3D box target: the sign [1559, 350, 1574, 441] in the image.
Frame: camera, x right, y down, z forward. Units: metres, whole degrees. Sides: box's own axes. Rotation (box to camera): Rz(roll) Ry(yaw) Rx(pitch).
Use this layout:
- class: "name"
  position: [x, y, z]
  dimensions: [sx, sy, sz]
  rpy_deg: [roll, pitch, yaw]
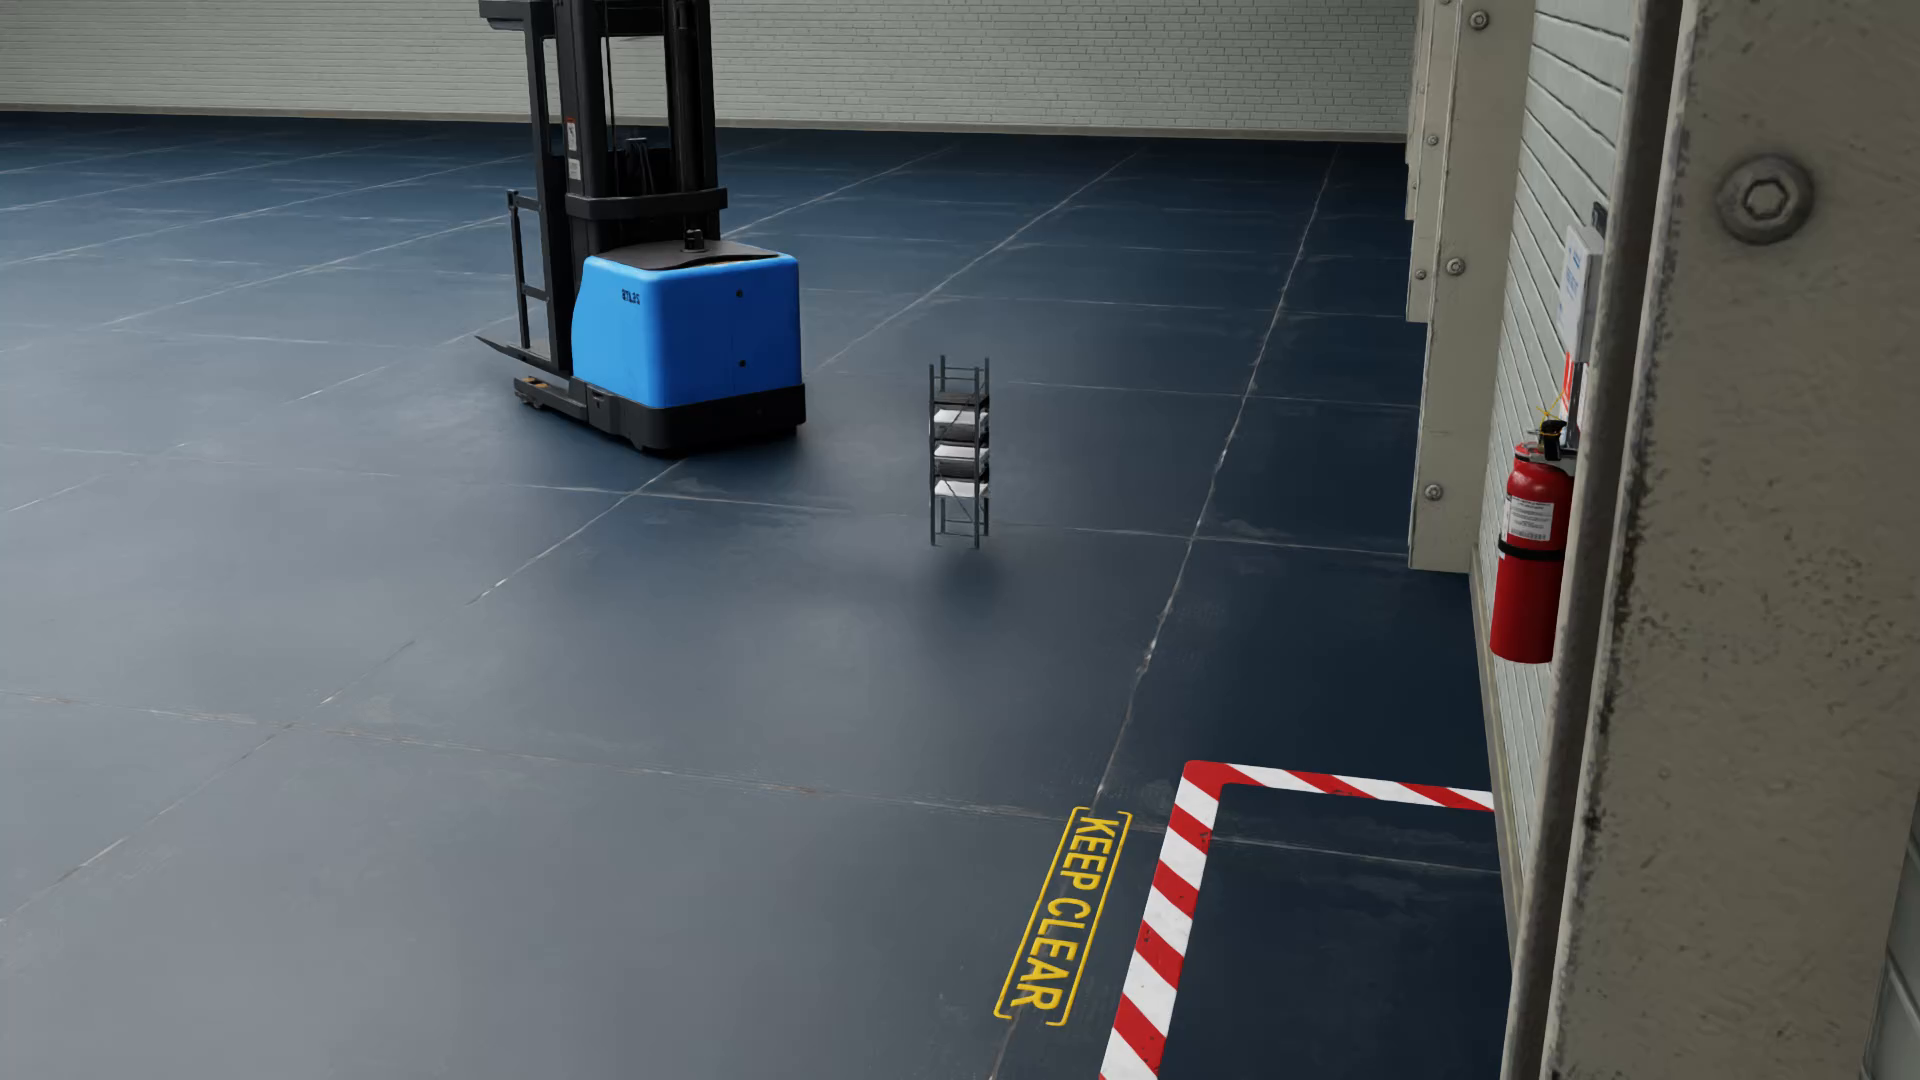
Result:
- class: "sign"
  position: [1.710, -0.409, 4.689]
  dimensions: [0.001, 0.329, 0.234]
  rpy_deg: [5, 19, 13]

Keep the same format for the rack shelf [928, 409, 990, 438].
- class: "rack shelf"
  position: [-0.002, -0.562, 7.987]
  dimensions: [0.258, 0.077, 0.200]
  rpy_deg: [5, 19, 13]

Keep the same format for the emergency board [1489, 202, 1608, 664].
- class: "emergency board"
  position: [1.475, -0.227, 4.211]
  dimensions: [0.194, 1.169, 0.643]
  rpy_deg: [5, 19, 13]

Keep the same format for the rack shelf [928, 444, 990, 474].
- class: "rack shelf"
  position: [-0.002, -0.392, 8.045]
  dimensions: [0.258, 0.077, 0.200]
  rpy_deg: [5, 19, 13]

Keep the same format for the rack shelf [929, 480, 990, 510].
- class: "rack shelf"
  position: [-0.002, -0.221, 8.104]
  dimensions: [0.258, 0.077, 0.200]
  rpy_deg: [5, 19, 13]

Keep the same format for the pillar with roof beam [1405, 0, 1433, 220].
- class: "pillar with roof beam"
  position: [1.058, -8.276, 18.496]
  dimensions: [9.100, 9.000, 0.400]
  rpy_deg: [5, 19, 13]

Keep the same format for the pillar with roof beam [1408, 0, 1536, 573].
- class: "pillar with roof beam"
  position: [-1.874, -4.515, 7.484]
  dimensions: [9.100, 9.000, 0.400]
  rpy_deg: [5, 19, 13]

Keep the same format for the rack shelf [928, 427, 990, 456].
- class: "rack shelf"
  position: [-0.002, -0.477, 8.016]
  dimensions: [0.258, 0.077, 0.200]
  rpy_deg: [5, 19, 13]

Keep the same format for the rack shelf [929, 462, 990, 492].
- class: "rack shelf"
  position: [-0.002, -0.307, 8.075]
  dimensions: [0.258, 0.077, 0.200]
  rpy_deg: [5, 19, 13]

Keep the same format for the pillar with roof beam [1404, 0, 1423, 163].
- class: "pillar with roof beam"
  position: [2.524, -10.157, 24.001]
  dimensions: [9.100, 9.000, 0.400]
  rpy_deg: [5, 19, 13]

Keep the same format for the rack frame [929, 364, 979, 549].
- class: "rack frame"
  position: [-0.027, -0.391, 7.941]
  dimensions: [0.240, 0.900, 0.006]
  rpy_deg: [5, 19, 13]

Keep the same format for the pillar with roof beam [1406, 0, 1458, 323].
- class: "pillar with roof beam"
  position: [-0.408, -6.395, 12.990]
  dimensions: [9.100, 9.000, 0.400]
  rpy_deg: [5, 19, 13]

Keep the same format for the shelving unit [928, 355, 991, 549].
- class: "shelving unit"
  position: [-0.002, -0.423, 8.035]
  dimensions: [0.258, 0.900, 0.210]
  rpy_deg: [5, 19, 13]

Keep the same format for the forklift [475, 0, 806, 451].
- class: "forklift"
  position: [-2.236, -2.312, 10.421]
  dimensions: [1.130, 2.935, 3.031]
  rpy_deg: [-14, 23, -36]

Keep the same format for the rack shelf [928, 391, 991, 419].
- class: "rack shelf"
  position: [-0.002, -0.647, 7.958]
  dimensions: [0.258, 0.077, 0.200]
  rpy_deg: [5, 19, 13]

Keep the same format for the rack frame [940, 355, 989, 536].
- class: "rack frame"
  position: [0.023, -0.455, 8.128]
  dimensions: [0.240, 0.900, 0.006]
  rpy_deg: [5, 19, 13]
